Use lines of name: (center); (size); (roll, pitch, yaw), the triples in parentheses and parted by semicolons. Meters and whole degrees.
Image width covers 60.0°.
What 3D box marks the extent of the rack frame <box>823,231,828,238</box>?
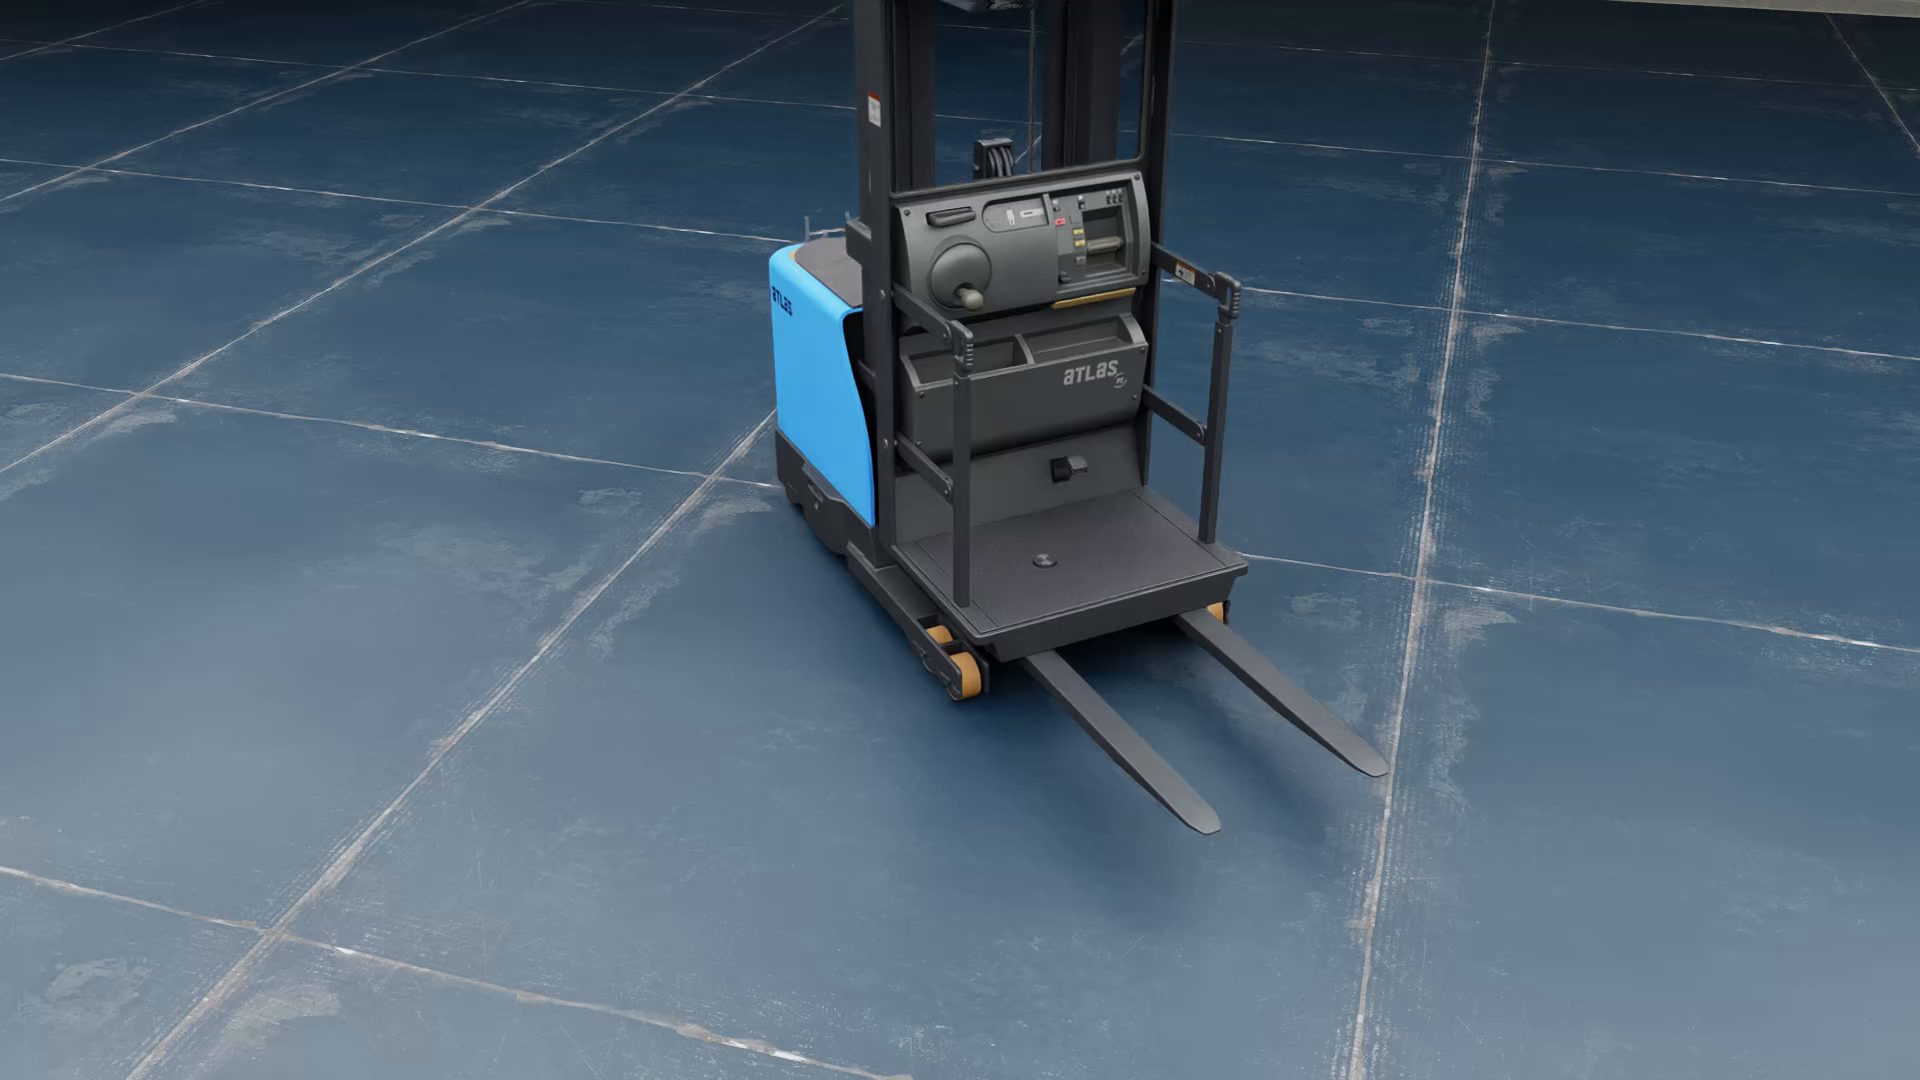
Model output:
rack frame: (-0.459, -0.820, 7.118); (0.200, 1.050, 0.008); (-12, 28, -20)

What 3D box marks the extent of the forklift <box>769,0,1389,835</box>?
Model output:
forklift: (0.329, -0.972, 5.482); (1.130, 2.935, 3.031); (-14, 32, -23)

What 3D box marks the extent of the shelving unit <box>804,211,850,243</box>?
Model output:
shelving unit: (-0.507, -0.869, 7.219); (0.215, 1.050, 0.252); (-12, 28, -20)

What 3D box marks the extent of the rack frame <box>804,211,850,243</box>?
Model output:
rack frame: (-0.556, -0.917, 7.319); (0.200, 1.050, 0.008); (-12, 28, -20)
